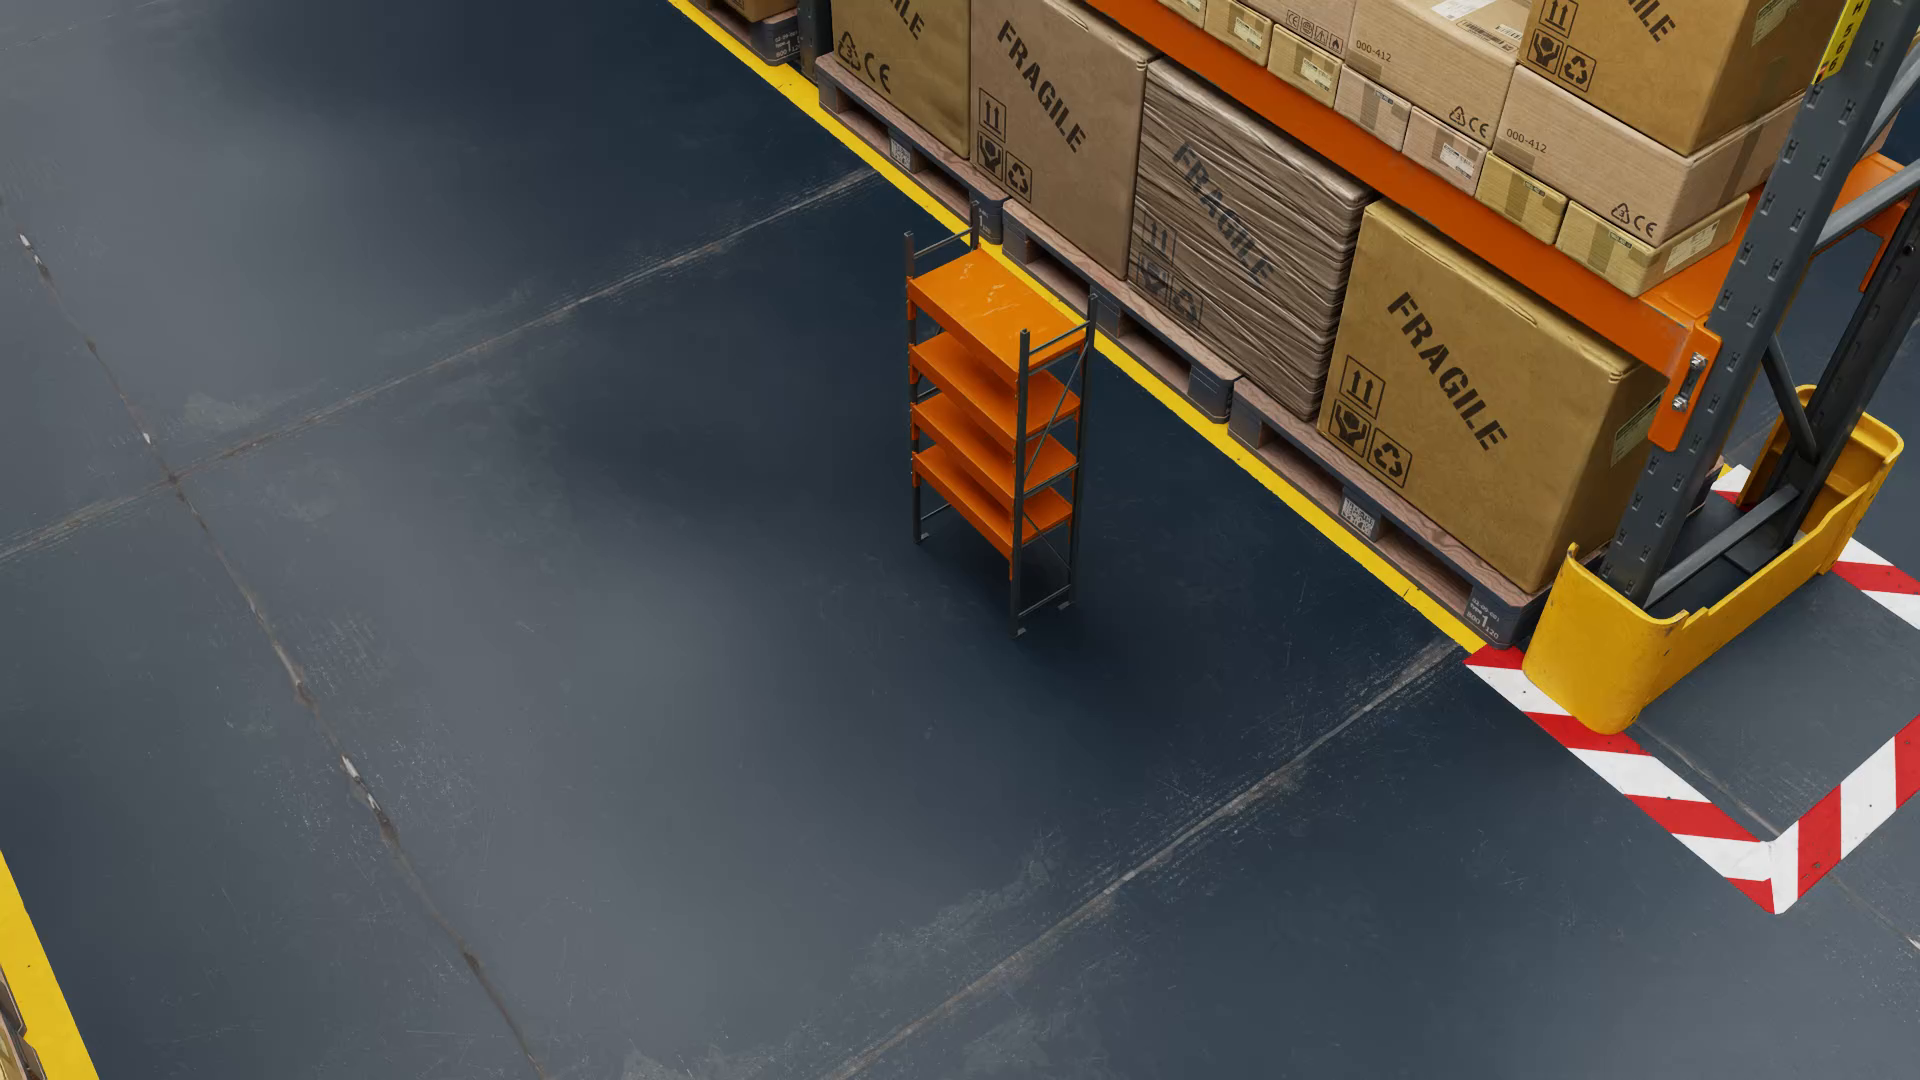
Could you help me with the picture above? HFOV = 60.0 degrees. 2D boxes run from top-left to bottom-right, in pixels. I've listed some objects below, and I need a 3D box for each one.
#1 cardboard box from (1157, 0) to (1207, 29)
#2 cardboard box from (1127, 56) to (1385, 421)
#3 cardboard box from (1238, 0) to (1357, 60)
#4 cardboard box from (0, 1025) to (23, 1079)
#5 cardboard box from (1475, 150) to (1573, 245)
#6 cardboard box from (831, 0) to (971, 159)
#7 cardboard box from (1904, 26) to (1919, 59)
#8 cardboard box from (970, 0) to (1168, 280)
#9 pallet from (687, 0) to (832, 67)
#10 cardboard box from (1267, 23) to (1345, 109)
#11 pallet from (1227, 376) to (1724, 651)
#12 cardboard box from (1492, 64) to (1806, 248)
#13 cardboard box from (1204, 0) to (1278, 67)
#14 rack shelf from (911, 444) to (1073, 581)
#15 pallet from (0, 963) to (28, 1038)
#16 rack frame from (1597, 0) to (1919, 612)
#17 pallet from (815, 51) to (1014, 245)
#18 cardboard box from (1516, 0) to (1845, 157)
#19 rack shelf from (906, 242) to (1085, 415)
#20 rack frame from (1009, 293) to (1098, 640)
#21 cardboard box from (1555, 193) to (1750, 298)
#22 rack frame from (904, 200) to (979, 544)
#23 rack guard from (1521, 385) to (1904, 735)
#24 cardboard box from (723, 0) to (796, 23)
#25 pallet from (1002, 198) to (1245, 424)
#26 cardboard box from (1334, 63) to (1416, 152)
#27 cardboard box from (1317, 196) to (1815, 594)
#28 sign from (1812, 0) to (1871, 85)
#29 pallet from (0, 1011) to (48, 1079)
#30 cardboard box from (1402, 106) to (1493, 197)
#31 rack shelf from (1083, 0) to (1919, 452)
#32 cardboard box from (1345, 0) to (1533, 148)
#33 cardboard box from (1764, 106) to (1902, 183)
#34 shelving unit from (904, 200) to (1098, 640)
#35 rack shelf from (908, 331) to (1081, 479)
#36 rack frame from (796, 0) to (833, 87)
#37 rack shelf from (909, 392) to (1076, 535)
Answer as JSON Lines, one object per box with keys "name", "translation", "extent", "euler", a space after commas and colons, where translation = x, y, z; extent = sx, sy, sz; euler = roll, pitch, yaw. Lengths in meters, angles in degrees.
{"name": "cardboard box", "translation": [0.783, -1.688, 4.925], "extent": [0.380, 0.149, 0.250], "euler": [-28, 54, -23]}
{"name": "cardboard box", "translation": [1.183, -1.114, 5.386], "extent": [0.875, 0.875, 0.875], "euler": [-29, 54, -24]}
{"name": "cardboard box", "translation": [1.066, -1.624, 4.598], "extent": [0.500, 0.250, 0.500], "euler": [-31, 55, -25]}
{"name": "cardboard box", "translation": [-2.333, 1.260, 3.724], "extent": [0.380, 0.149, 0.250], "euler": [-29, 54, -24]}
{"name": "cardboard box", "translation": [1.549, -0.939, 4.246], "extent": [0.380, 0.149, 0.250], "euler": [-29, 54, -24]}
{"name": "cardboard box", "translation": [0.100, -2.169, 6.343], "extent": [0.875, 0.875, 0.875], "euler": [-29, 54, -24]}
{"name": "cardboard box", "translation": [2.110, -1.262, 4.270], "extent": [0.500, 0.250, 0.500], "euler": [-31, 55, -25]}
{"name": "cardboard box", "translation": [0.645, -1.639, 5.862], "extent": [0.875, 0.875, 0.875], "euler": [-29, 54, -24]}
{"name": "pallet", "translation": [-0.763, -2.652, 7.511], "extent": [1.003, 0.211, 1.213], "euler": [-29, 54, -24]}
{"name": "cardboard box", "translation": [1.088, -1.388, 4.653], "extent": [0.380, 0.149, 0.250], "euler": [-31, 55, -25]}
{"name": "pallet", "translation": [1.639, -0.308, 5.387], "extent": [1.003, 0.211, 1.213], "euler": [-29, 54, -24]}
{"name": "cardboard box", "translation": [1.681, -1.025, 4.055], "extent": [0.500, 0.250, 0.500], "euler": [-30, 55, -25]}
{"name": "cardboard box", "translation": [0.931, -1.541, 4.792], "extent": [0.380, 0.149, 0.250], "euler": [-29, 54, -24]}
{"name": "rack shelf", "translation": [0.100, -0.127, 4.914], "extent": [0.258, 0.148, 0.480], "euler": [-29, 54, -24]}
{"name": "pallet", "translation": [-3.067, 1.035, 4.169], "extent": [1.003, 0.211, 1.213], "euler": [-29, 54, -24]}
{"name": "rack frame", "translation": [2.186, -0.808, 3.958], "extent": [1.000, 3.000, 0.127], "euler": [-29, 54, -24]}
{"name": "pallet", "translation": [0.162, -1.747, 6.691], "extent": [1.003, 0.211, 1.213], "euler": [-29, 54, -24]}
{"name": "cardboard box", "translation": [1.681, -1.279, 3.779], "extent": [0.500, 0.500, 0.500], "euler": [-29, 54, -24]}
{"name": "rack shelf", "translation": [0.100, -0.569, 4.426], "extent": [0.258, 0.148, 0.480], "euler": [-29, 54, -24]}
{"name": "rack frame", "translation": [0.248, -0.162, 4.587], "extent": [0.240, 1.200, 0.015], "euler": [-29, 54, -24]}
{"name": "cardboard box", "translation": [1.708, -0.786, 4.108], "extent": [0.380, 0.149, 0.250], "euler": [-28, 54, -23]}
{"name": "rack frame", "translation": [-0.048, -0.449, 4.847], "extent": [0.240, 1.200, 0.015], "euler": [-29, 54, -24]}
{"name": "rack guard", "translation": [2.200, 0.045, 4.872], "extent": [1.175, 0.500, 0.348], "euler": [-29, 54, -24]}
{"name": "cardboard box", "translation": [-0.640, -2.963, 7.062], "extent": [1.225, 0.875, 0.875], "euler": [-29, 54, -24]}
{"name": "pallet", "translation": [0.905, -1.027, 6.039], "extent": [1.003, 0.211, 1.213], "euler": [-29, 54, -24]}
{"name": "cardboard box", "translation": [1.247, -1.236, 4.515], "extent": [0.380, 0.149, 0.250], "euler": [-29, 54, -23]}
{"name": "cardboard box", "translation": [1.734, -0.577, 4.899], "extent": [0.875, 0.875, 0.875], "euler": [-29, 54, -24]}
{"name": "sign", "translation": [1.745, -1.042, 3.228], "extent": [0.100, 0.325, 0.005], "euler": [-29, 54, -24]}
{"name": "pallet", "translation": [-2.333, 1.754, 3.518], "extent": [1.003, 0.211, 1.213], "euler": [-29, 54, -24]}
{"name": "cardboard box", "translation": [1.397, -1.088, 4.381], "extent": [0.380, 0.149, 0.250], "euler": [-29, 54, -24]}
{"name": "rack shelf", "translation": [0.975, -1.746, 5.294], "extent": [1.077, 0.370, 4.000], "euler": [-29, 54, -24]}
{"name": "cardboard box", "translation": [1.374, -1.324, 4.326], "extent": [0.500, 0.250, 0.500], "euler": [-30, 55, -25]}
{"name": "cardboard box", "translation": [2.233, -1.081, 4.375], "extent": [0.380, 0.149, 0.250], "euler": [-29, 54, -24]}
{"name": "shelving unit", "translation": [0.100, -0.305, 4.717], "extent": [0.258, 1.200, 0.503], "euler": [-29, 54, -24]}
{"name": "rack shelf", "translation": [0.100, -0.410, 4.601], "extent": [0.258, 0.148, 0.480], "euler": [-29, 54, -24]}
{"name": "rack frame", "translation": [-0.236, -3.167, 6.096], "extent": [1.000, 3.000, 0.127], "euler": [-29, 54, -24]}
{"name": "rack shelf", "translation": [0.100, -0.260, 4.767], "extent": [0.258, 0.148, 0.480], "euler": [-29, 54, -24]}
